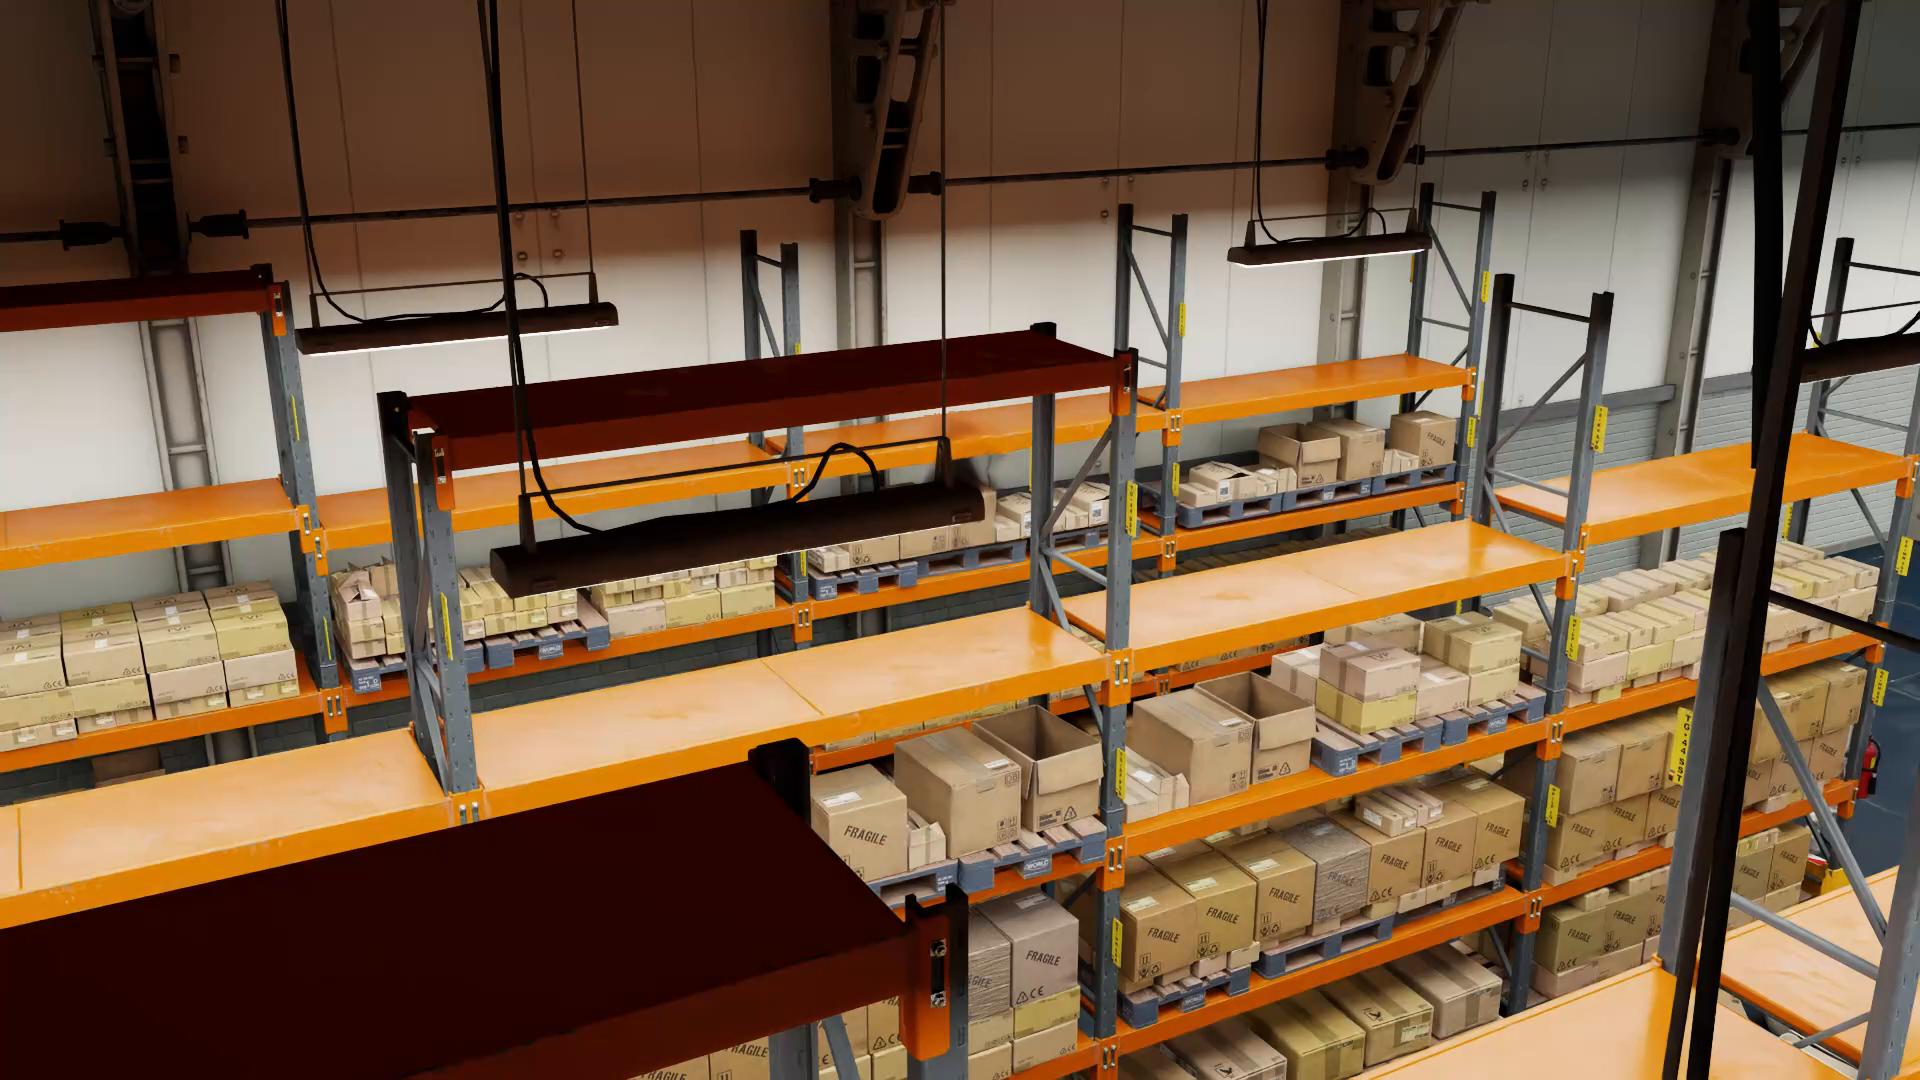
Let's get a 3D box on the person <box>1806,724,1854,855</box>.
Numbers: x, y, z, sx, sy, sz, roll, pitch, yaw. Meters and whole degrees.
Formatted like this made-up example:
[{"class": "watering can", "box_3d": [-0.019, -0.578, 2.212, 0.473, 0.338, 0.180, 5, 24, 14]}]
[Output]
[{"class": "person", "box_3d": [8.553, 2.137, 16.147, 0.618, 1.802, 0.496, -2, 18, -5]}]
